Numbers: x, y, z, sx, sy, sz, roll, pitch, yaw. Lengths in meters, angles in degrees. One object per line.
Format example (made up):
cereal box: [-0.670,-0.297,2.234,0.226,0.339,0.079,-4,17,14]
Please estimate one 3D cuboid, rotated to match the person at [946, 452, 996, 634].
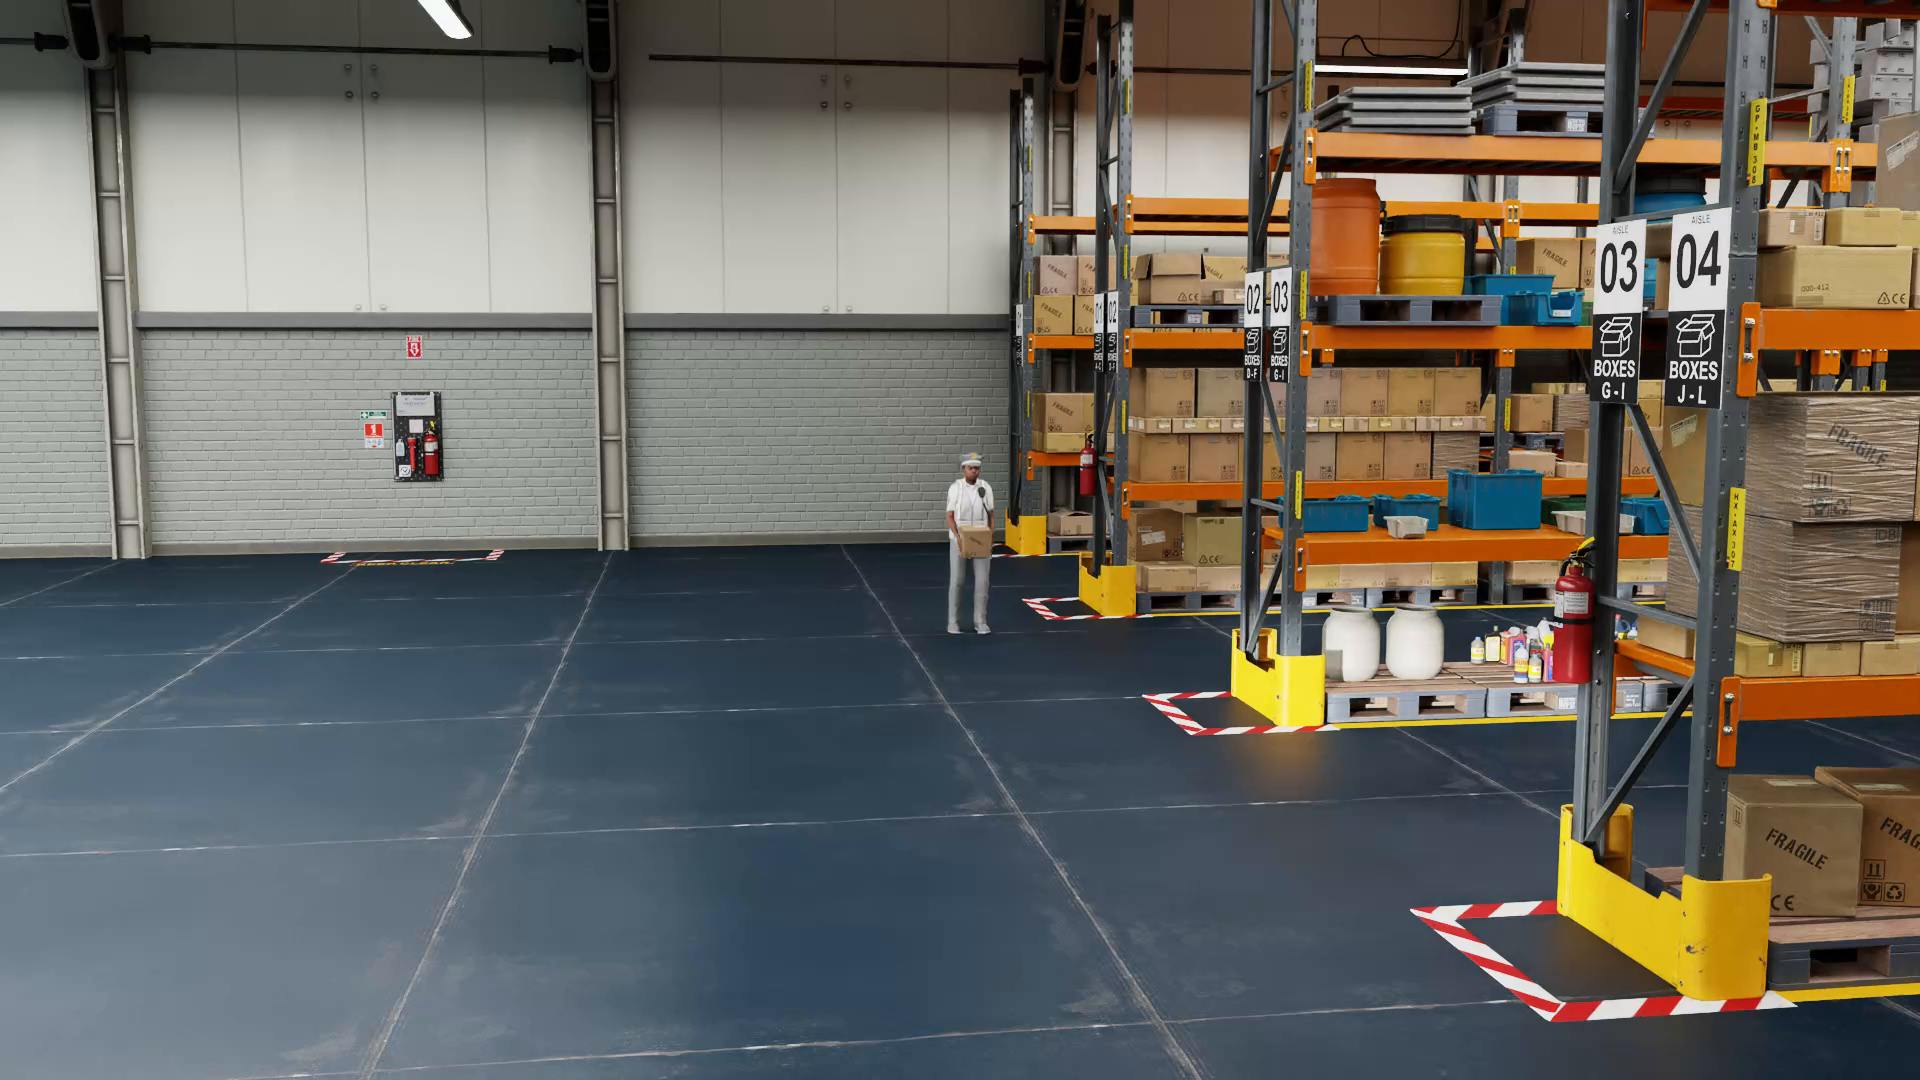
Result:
person: [0.110,0.025,15.494,0.474,1.689,0.465,-1,7,-9]
